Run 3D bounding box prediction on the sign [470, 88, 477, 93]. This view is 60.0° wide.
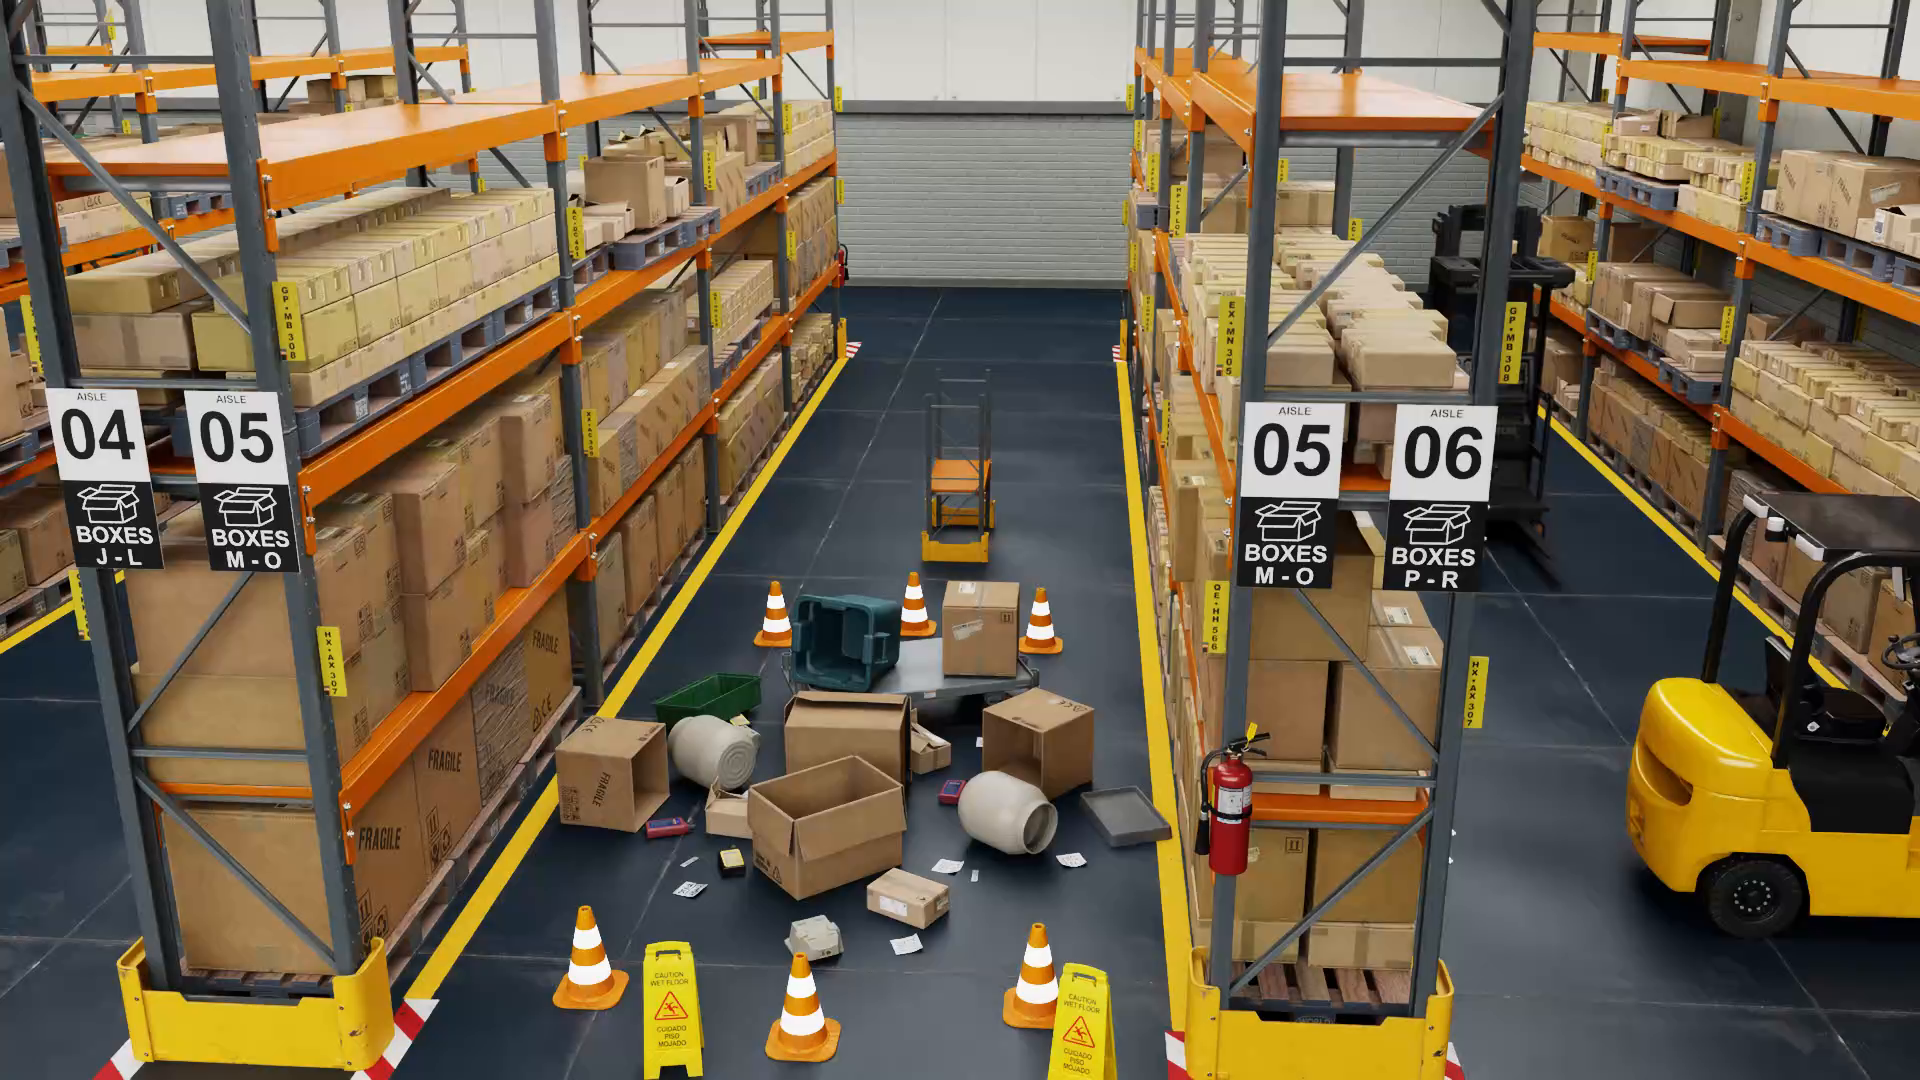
[{"bbox_3d":[-6.558,-5.935,22.434,0.100,0.325,0.005,1,18,4],"label":"sign"}]

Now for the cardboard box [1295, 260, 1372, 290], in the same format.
[{"bbox_3d":[2.061,-1.453,9.172,0.380,0.149,0.250,1,18,3],"label":"cardboard box"}]

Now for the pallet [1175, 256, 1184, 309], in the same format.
[{"bbox_3d":[2.076,-1.720,11.168,1.213,0.211,1.003,1,18,4],"label":"pallet"}]

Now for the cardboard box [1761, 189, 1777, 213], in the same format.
[{"bbox_3d":[6.836,-2.788,13.663,0.380,0.166,0.250,1,18,4],"label":"cardboard box"}]

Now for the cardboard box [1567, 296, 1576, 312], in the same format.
[{"bbox_3d":[7.213,-2.718,19.131,0.380,0.149,0.250,2,18,5],"label":"cardboard box"}]

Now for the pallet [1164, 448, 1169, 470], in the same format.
[{"bbox_3d":[2.111,-0.730,12.970,1.003,0.211,1.213,1,18,4],"label":"pallet"}]

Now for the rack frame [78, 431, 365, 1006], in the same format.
[{"bbox_3d":[-3.306,0.968,7.478,1.000,3.000,0.127,1,18,4],"label":"rack frame"}]

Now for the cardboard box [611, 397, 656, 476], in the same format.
[{"bbox_3d":[-2.639,-0.791,12.686,0.500,0.500,0.500,1,18,4],"label":"cardboard box"}]

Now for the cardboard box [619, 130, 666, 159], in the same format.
[{"bbox_3d":[-2.940,-3.644,15.347,0.396,0.266,0.258,1,18,4],"label":"cardboard box"}]

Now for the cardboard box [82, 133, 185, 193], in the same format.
[{"bbox_3d":[-7.700,-3.524,15.529,0.797,0.503,0.637,2,18,7],"label":"cardboard box"}]

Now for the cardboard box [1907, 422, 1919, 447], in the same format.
[{"bbox_3d":[6.750,-0.707,11.390,0.380,0.149,0.250,1,18,4],"label":"cardboard box"}]

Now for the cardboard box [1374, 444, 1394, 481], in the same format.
[{"bbox_3d":[1.987,-0.354,7.101,0.380,0.149,0.250,1,18,4],"label":"cardboard box"}]

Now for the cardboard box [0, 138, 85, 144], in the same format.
[{"bbox_3d":[-7.962,-3.229,14.506,0.500,0.500,0.500,1,18,4],"label":"cardboard box"}]

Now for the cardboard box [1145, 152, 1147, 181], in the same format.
[{"bbox_3d":[2.019,-3.681,16.391,0.396,0.266,0.258,3,18,8],"label":"cardboard box"}]

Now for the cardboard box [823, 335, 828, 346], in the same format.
[{"bbox_3d":[-1.947,-2.655,21.963,0.380,0.149,0.250,1,18,2],"label":"cardboard box"}]

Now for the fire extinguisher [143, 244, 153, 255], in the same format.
[{"bbox_3d":[-11.575,-4.076,23.596,0.296,0.674,0.183,1,18,4],"label":"fire extinguisher"}]

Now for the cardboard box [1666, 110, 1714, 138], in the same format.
[{"bbox_3d":[7.511,-4.282,17.109,0.396,0.266,0.258,1,18,4],"label":"cardboard box"}]

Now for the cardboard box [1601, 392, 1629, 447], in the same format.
[{"bbox_3d":[7.163,-1.271,17.651,0.500,0.500,0.500,1,18,3],"label":"cardboard box"}]

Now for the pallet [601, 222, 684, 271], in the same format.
[{"bbox_3d":[-2.803,-2.304,12.949,1.003,0.211,1.213,2,18,6],"label":"pallet"}]

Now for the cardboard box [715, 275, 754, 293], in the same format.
[{"bbox_3d":[-2.358,-2.671,17.358,0.380,0.149,0.250,1,18,2],"label":"cardboard box"}]

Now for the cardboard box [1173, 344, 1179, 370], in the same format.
[{"bbox_3d":[1.766,-1.340,12.168,0.380,0.149,0.250,1,18,2],"label":"cardboard box"}]

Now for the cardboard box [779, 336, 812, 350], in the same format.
[{"bbox_3d":[-2.076,-2.473,20.930,0.380,0.149,0.250,1,18,4],"label":"cardboard box"}]

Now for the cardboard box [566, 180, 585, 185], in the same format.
[{"bbox_3d":[-3.039,-2.742,13.390,0.500,0.250,0.500,2,18,5],"label":"cardboard box"}]

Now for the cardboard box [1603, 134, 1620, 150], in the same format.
[{"bbox_3d":[6.992,-4.181,17.467,0.380,0.149,0.250,2,18,6],"label":"cardboard box"}]

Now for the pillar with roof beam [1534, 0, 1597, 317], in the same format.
[{"bbox_3d":[4.536,-7.576,23.921,9.100,9.000,0.400,1,18,4],"label":"pillar with roof beam"}]

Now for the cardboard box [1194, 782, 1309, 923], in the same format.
[{"bbox_3d":[1.436,1.543,8.259,0.500,0.500,0.500,1,18,4],"label":"cardboard box"}]

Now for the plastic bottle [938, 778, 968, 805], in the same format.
[{"bbox_3d":[-0.037,1.560,10.390,0.133,0.061,0.283,4,19,13],"label":"plastic bottle"}]

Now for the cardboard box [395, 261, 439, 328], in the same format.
[{"bbox_3d":[-2.944,-1.233,8.306,0.500,0.250,0.500,1,18,3],"label":"cardboard box"}]

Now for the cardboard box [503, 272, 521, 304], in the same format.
[{"bbox_3d":[-2.779,-1.469,9.667,0.380,0.149,0.250,1,18,4],"label":"cardboard box"}]

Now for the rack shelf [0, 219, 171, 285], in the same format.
[{"bbox_3d":[-7.815,-2.121,13.243,1.077,0.370,4.000,1,18,4],"label":"rack shelf"}]

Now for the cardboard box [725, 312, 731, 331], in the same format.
[{"bbox_3d":[-2.446,-2.129,16.182,0.380,0.149,0.250,1,18,4],"label":"cardboard box"}]

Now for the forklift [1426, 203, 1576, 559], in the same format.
[{"bbox_3d":[4.806,-1.500,15.122,1.130,2.935,3.031,1,18,3],"label":"forklift"}]

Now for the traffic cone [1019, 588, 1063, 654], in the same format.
[{"bbox_3d":[0.618,0.594,12.693,0.336,0.463,0.334,1,18,4],"label":"traffic cone"}]

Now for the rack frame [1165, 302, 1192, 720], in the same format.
[{"bbox_3d":[1.926,-0.195,11.028,1.000,3.000,0.127,1,18,4],"label":"rack frame"}]

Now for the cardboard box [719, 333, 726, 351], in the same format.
[{"bbox_3d":[-2.460,-1.898,15.955,0.380,0.149,0.250,2,18,7],"label":"cardboard box"}]

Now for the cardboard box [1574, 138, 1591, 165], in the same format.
[{"bbox_3d":[7.262,-4.383,18.753,0.500,0.250,0.500,1,18,2],"label":"cardboard box"}]

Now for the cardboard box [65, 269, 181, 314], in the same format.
[{"bbox_3d":[-3.620,-1.076,7.187,0.380,0.149,0.250,1,18,4],"label":"cardboard box"}]

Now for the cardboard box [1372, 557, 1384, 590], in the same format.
[{"bbox_3d":[2.019,0.398,8.579,0.500,0.500,0.500,1,18,3],"label":"cardboard box"}]

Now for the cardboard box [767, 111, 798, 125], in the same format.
[{"bbox_3d":[-2.106,-4.948,19.515,0.380,0.149,0.250,1,18,2],"label":"cardboard box"}]

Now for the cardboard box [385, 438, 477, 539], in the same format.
[{"bbox_3d":[-3.209,-0.242,9.196,0.875,0.550,0.500,1,18,4],"label":"cardboard box"}]

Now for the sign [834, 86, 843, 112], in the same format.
[{"bbox_3d":[-1.606,-5.829,21.981,0.100,0.325,0.005,1,18,4],"label":"sign"}]

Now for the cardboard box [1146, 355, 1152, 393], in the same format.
[{"bbox_3d":[1.990,-1.529,15.339,0.500,0.250,0.500,1,18,2],"label":"cardboard box"}]

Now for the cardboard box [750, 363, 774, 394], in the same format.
[{"bbox_3d":[-2.297,-1.730,17.849,0.500,0.250,0.500,2,18,7],"label":"cardboard box"}]

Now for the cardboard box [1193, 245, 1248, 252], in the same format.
[{"bbox_3d":[1.560,-1.626,9.701,0.380,0.149,0.250,1,18,2],"label":"cardboard box"}]

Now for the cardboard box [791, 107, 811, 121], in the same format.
[{"bbox_3d":[-2.022,-5.195,20.267,0.380,0.149,0.250,1,18,2],"label":"cardboard box"}]

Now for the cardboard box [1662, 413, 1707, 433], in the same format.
[{"bbox_3d":[7.079,-1.131,16.184,0.380,0.149,0.250,1,18,3],"label":"cardboard box"}]

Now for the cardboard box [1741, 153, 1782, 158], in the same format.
[{"bbox_3d":[7.497,-3.516,15.467,0.380,0.149,0.250,1,18,4],"label":"cardboard box"}]

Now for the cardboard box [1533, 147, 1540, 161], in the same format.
[{"bbox_3d":[7.334,-4.788,20.631,0.380,0.149,0.250,2,18,5],"label":"cardboard box"}]

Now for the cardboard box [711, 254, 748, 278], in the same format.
[{"bbox_3d":[-2.692,-3.104,19.268,0.500,0.500,0.500,1,18,4],"label":"cardboard box"}]

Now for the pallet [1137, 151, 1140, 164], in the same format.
[{"bbox_3d":[2.658,-4.695,20.085,1.003,0.211,1.213,1,18,4],"label":"pallet"}]

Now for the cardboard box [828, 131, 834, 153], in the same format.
[{"bbox_3d":[-1.927,-5.208,21.750,0.500,0.250,0.500,1,18,3],"label":"cardboard box"}]

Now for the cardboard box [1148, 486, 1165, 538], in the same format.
[{"bbox_3d":[2.162,-0.213,14.628,0.950,0.372,0.625,0,18,0],"label":"cardboard box"}]

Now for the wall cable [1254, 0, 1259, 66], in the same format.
[{"bbox_3d":[3.663,-8.528,26.825,2.355,3.000,0.029,1,18,4],"label":"wall cable"}]

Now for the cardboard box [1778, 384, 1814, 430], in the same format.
[{"bbox_3d":[6.796,-1.044,13.057,0.500,0.250,0.500,1,18,3],"label":"cardboard box"}]

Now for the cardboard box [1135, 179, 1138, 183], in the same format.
[{"bbox_3d":[2.484,-4.649,21.812,0.380,0.149,0.250,2,18,5],"label":"cardboard box"}]

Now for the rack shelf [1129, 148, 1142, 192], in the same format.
[{"bbox_3d":[2.643,-4.384,20.151,1.077,0.370,4.000,1,18,4],"label":"rack shelf"}]

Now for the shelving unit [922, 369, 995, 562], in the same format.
[{"bbox_3d":[-0.005,-0.689,14.944,0.587,1.500,1.083,1,18,4],"label":"shelving unit"}]

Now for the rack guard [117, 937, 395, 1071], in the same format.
[{"bbox_3d":[-3.307,2.164,7.844,1.175,0.500,0.348,1,18,4],"label":"rack guard"}]
